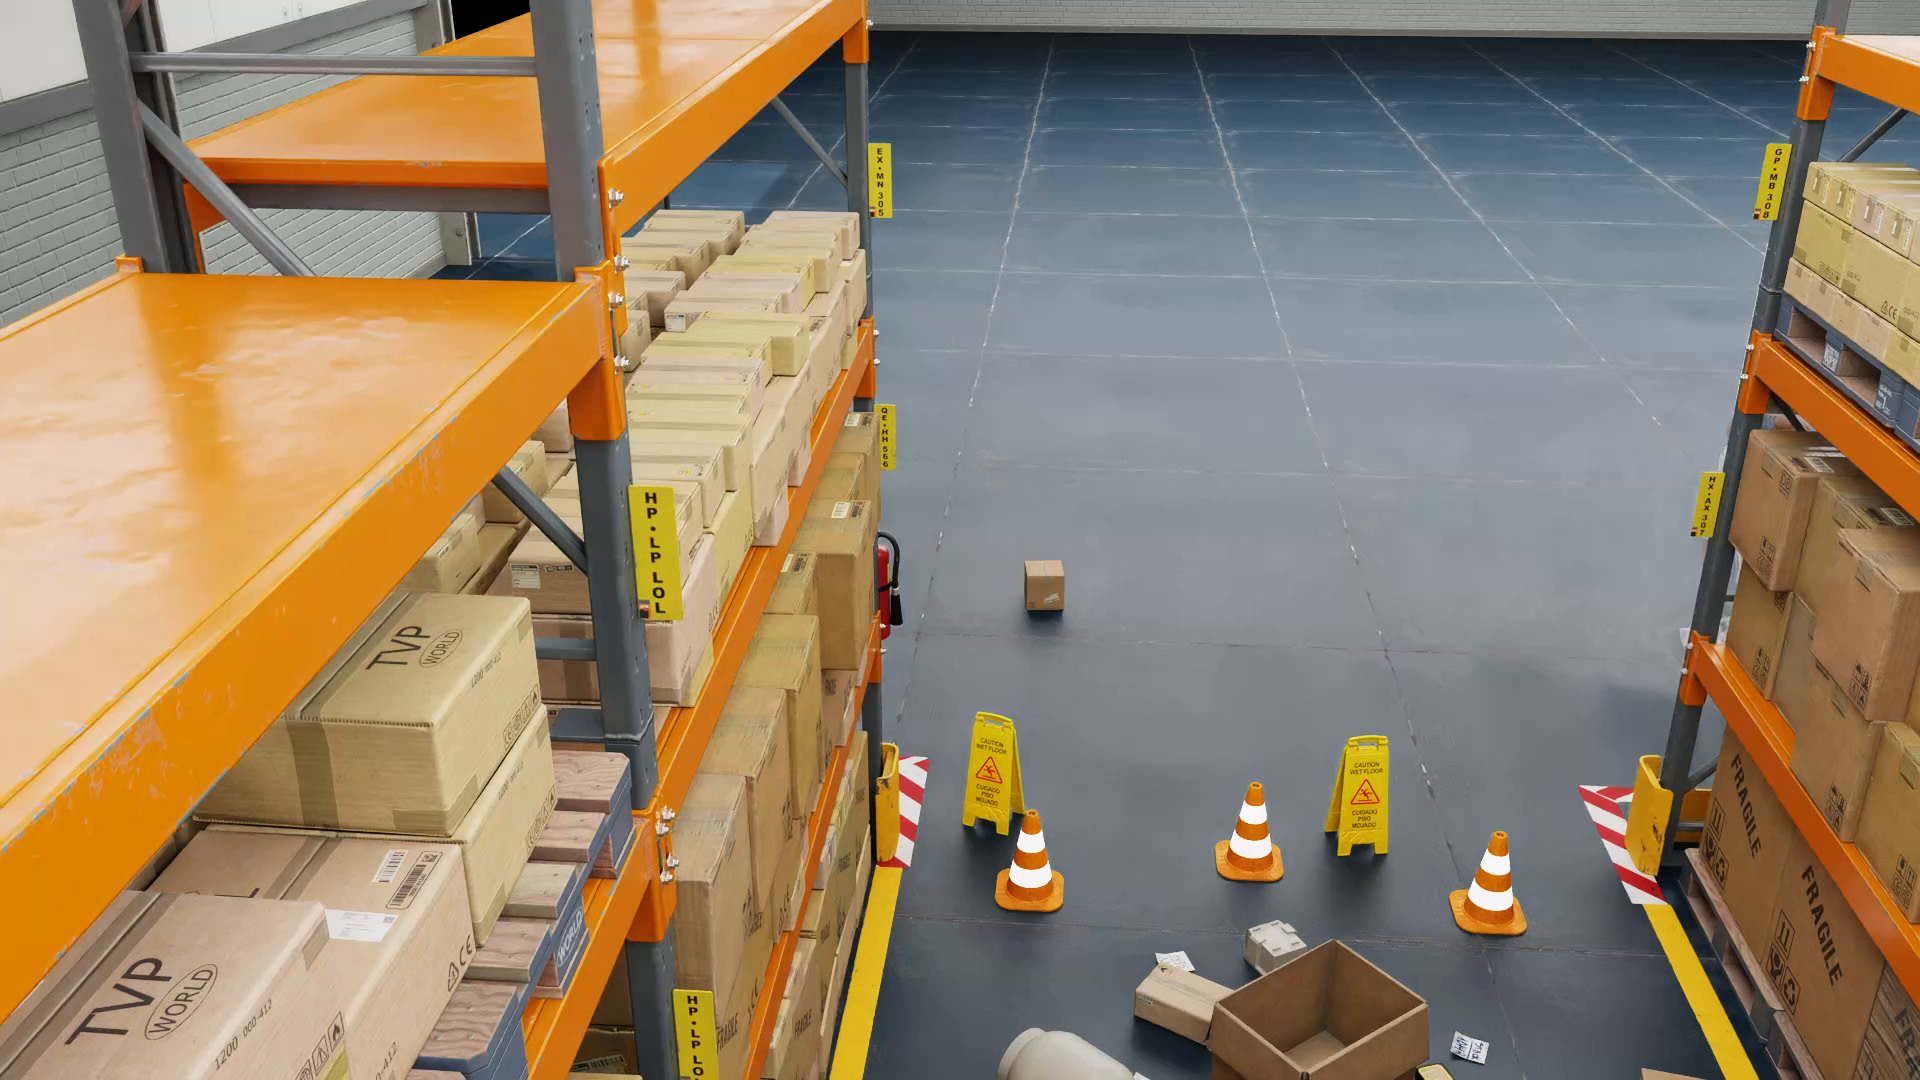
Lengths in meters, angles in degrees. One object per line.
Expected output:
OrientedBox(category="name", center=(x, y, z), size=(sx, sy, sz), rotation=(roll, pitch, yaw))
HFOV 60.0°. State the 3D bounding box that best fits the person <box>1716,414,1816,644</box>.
OrientedBox(category="person", center=(4.820, 0.050, 9.865), size=(0.560, 1.774, 0.585), rotation=(4, 24, 8))
